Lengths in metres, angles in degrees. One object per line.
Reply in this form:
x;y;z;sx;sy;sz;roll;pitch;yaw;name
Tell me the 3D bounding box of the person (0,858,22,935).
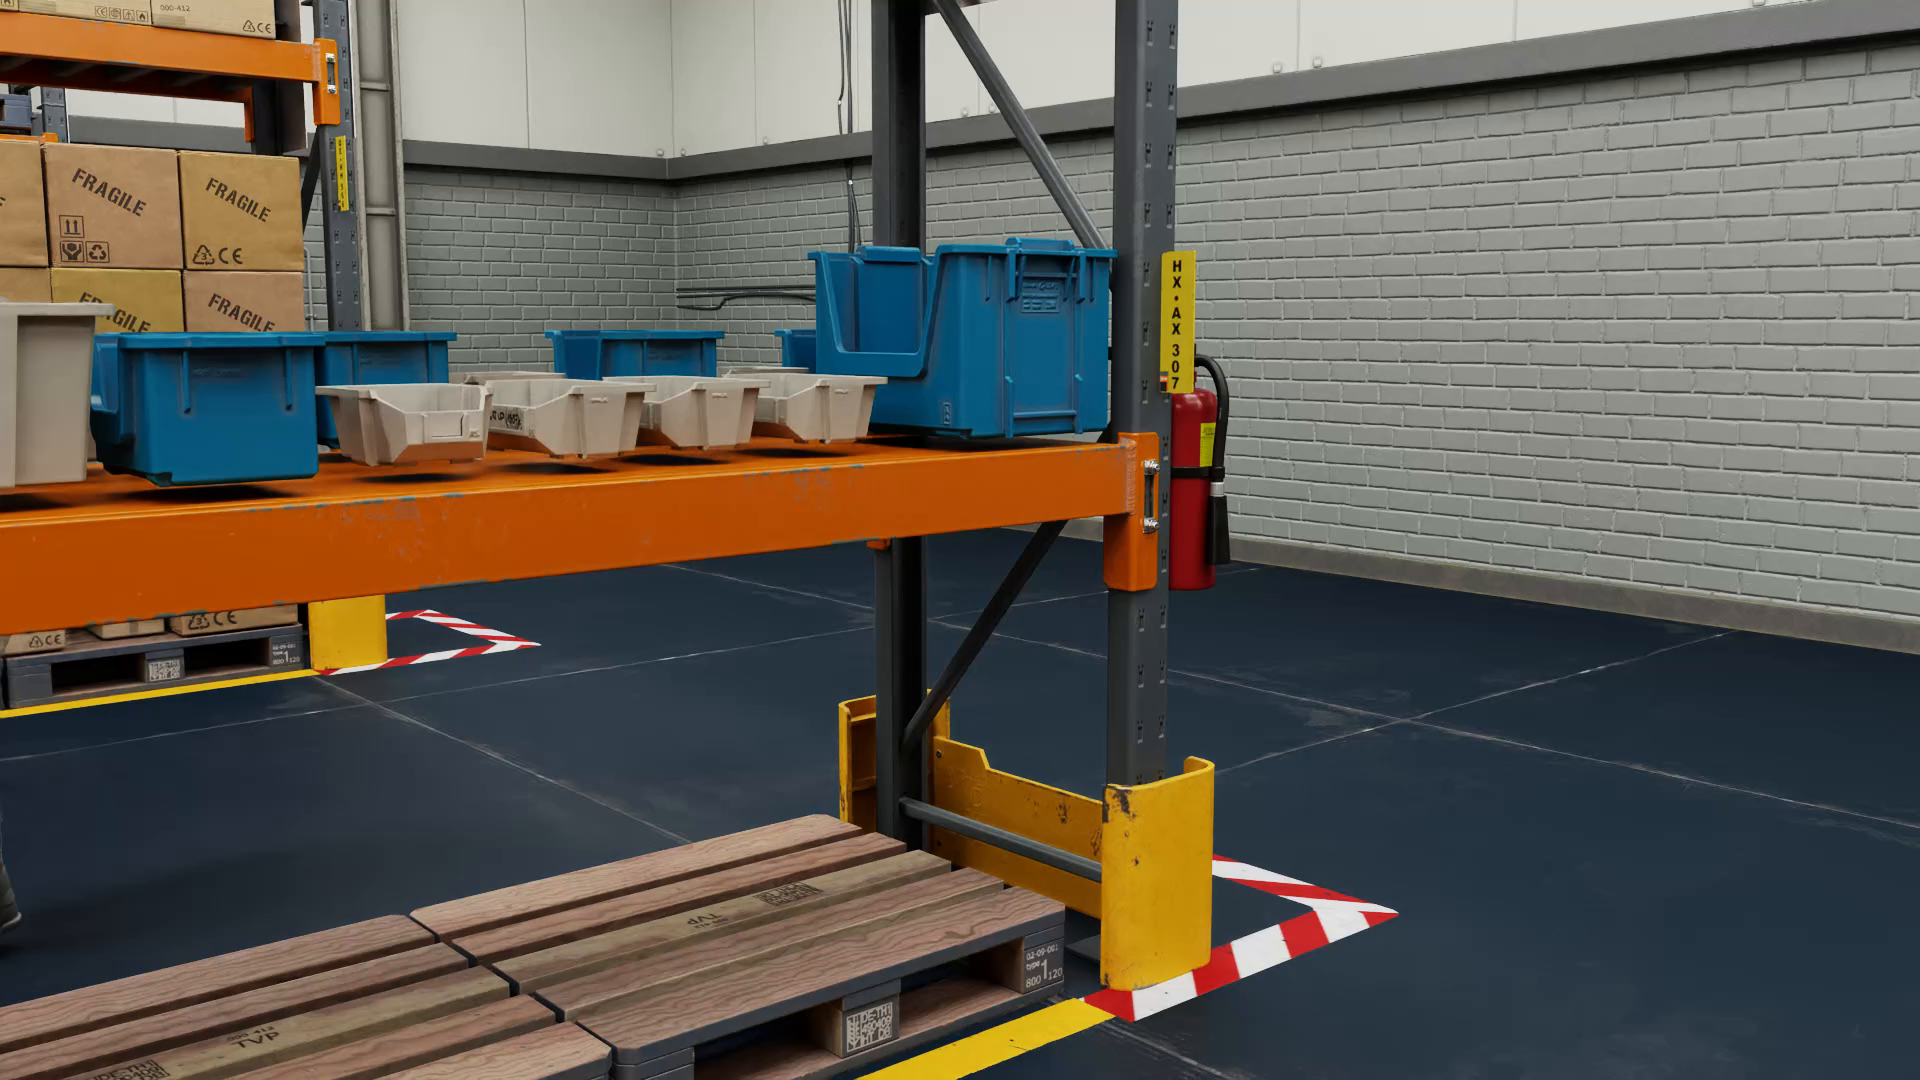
-2.669;0.256;3.963;0.496;1.720;0.654;7;10;42;person
